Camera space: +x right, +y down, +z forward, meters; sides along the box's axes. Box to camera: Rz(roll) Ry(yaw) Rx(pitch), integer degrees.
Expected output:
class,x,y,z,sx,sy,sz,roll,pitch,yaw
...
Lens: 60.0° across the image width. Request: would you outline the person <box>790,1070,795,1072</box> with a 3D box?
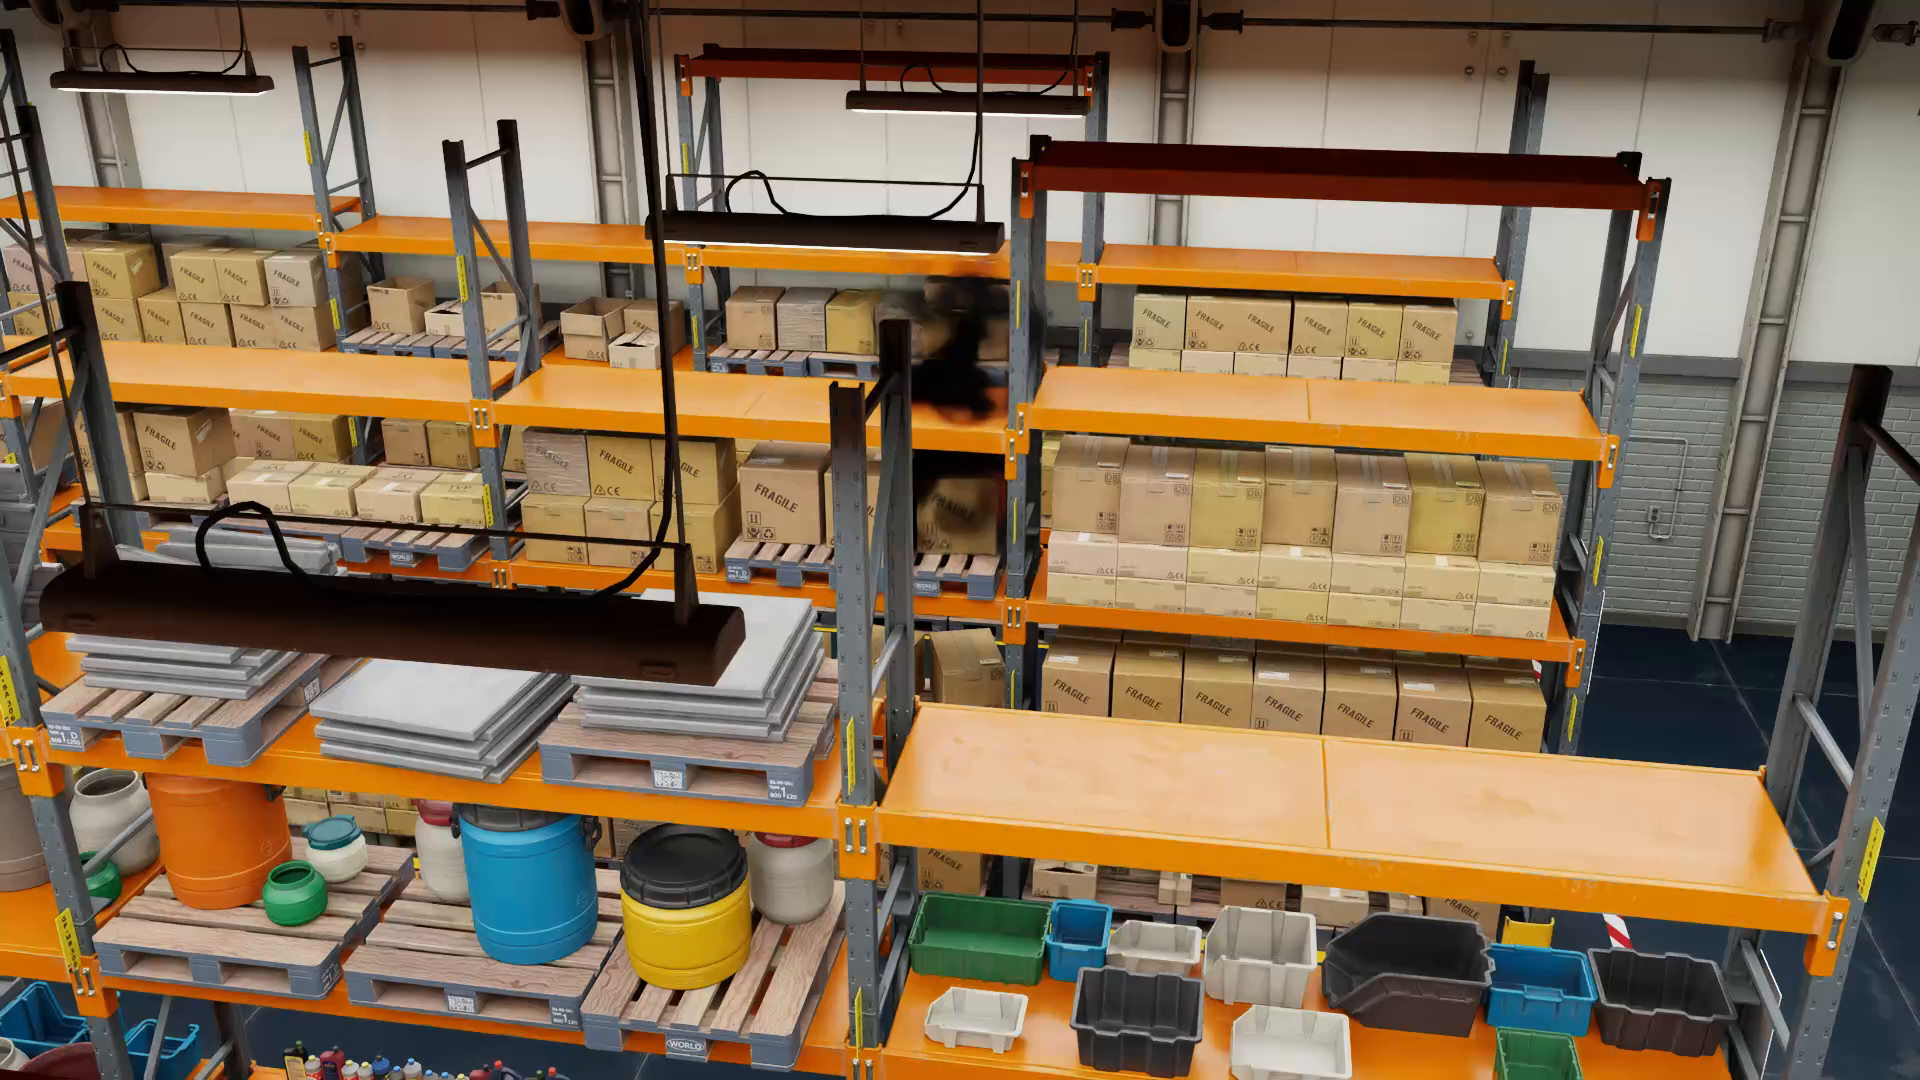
class,x,y,z,sx,sy,sz,roll,pitch,yaw
person,-1.052,2.909,11.423,0.677,1.702,0.554,0,23,0
